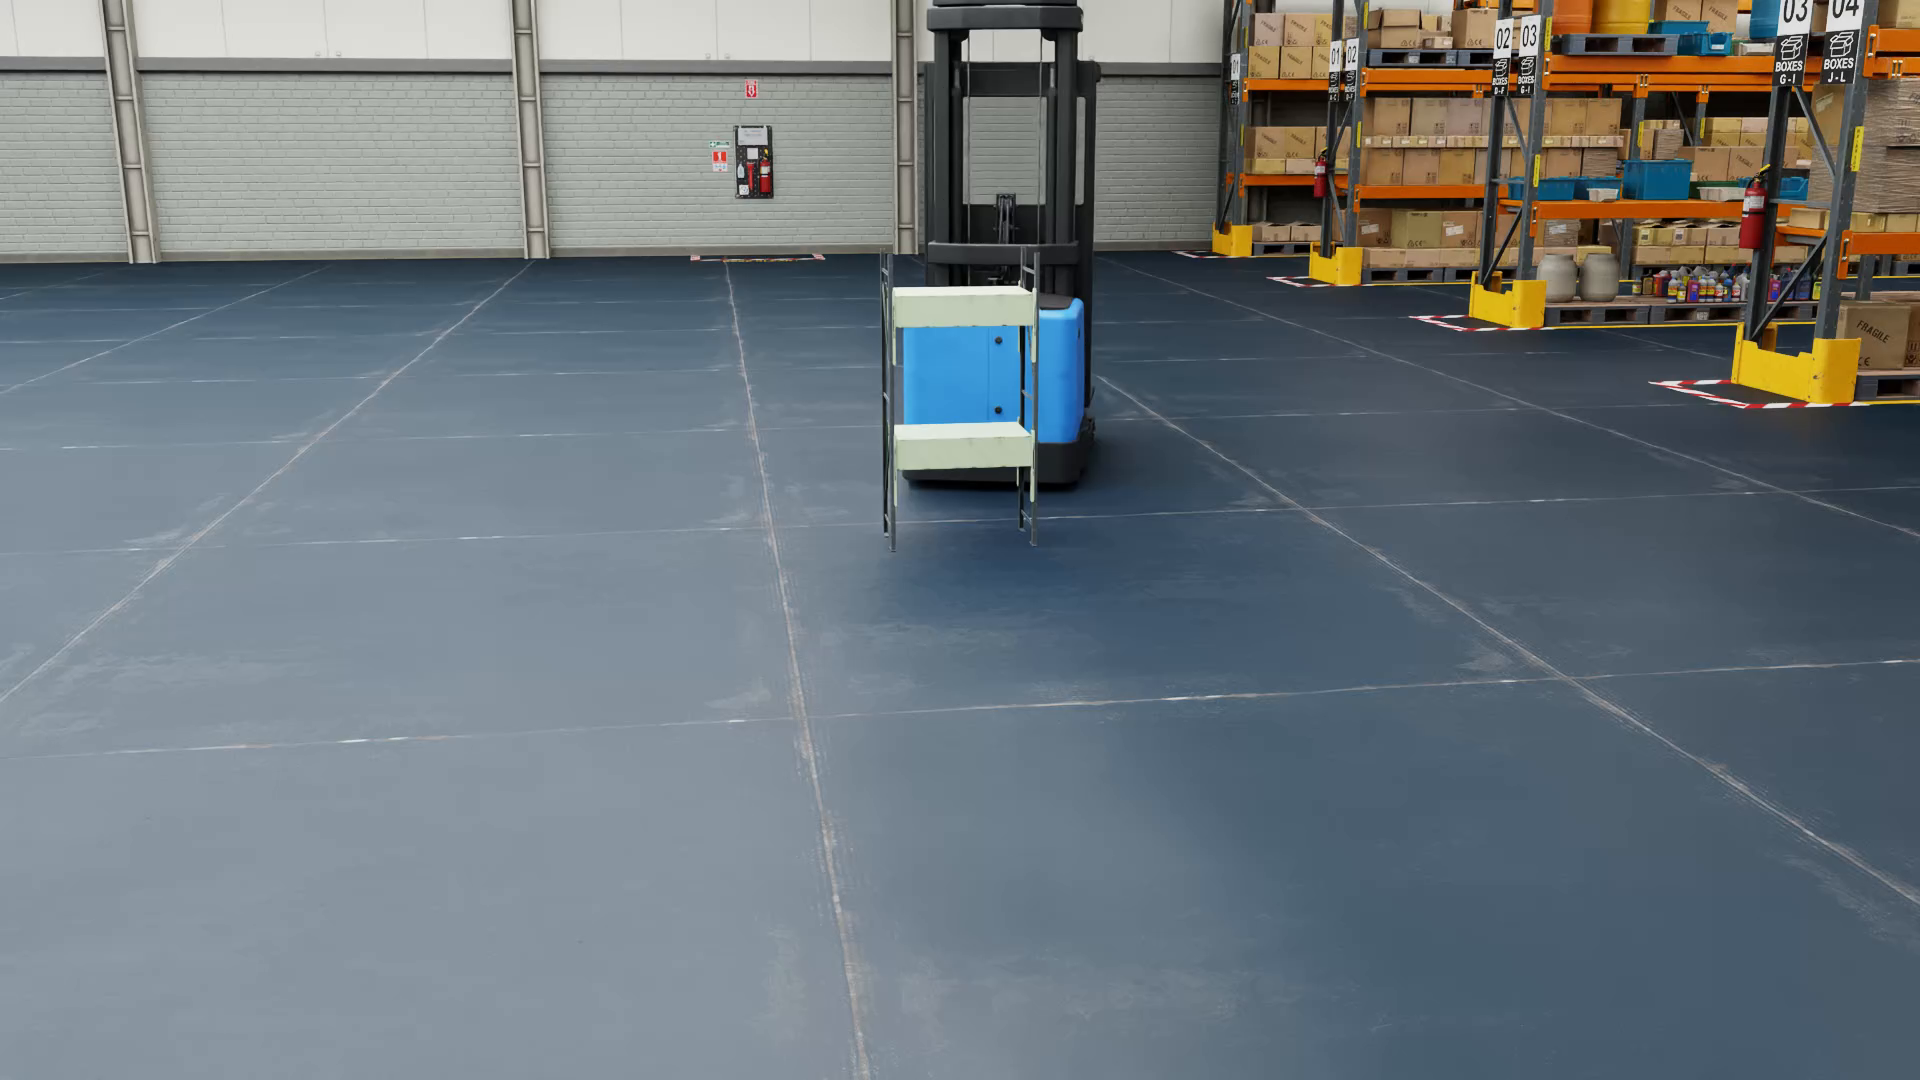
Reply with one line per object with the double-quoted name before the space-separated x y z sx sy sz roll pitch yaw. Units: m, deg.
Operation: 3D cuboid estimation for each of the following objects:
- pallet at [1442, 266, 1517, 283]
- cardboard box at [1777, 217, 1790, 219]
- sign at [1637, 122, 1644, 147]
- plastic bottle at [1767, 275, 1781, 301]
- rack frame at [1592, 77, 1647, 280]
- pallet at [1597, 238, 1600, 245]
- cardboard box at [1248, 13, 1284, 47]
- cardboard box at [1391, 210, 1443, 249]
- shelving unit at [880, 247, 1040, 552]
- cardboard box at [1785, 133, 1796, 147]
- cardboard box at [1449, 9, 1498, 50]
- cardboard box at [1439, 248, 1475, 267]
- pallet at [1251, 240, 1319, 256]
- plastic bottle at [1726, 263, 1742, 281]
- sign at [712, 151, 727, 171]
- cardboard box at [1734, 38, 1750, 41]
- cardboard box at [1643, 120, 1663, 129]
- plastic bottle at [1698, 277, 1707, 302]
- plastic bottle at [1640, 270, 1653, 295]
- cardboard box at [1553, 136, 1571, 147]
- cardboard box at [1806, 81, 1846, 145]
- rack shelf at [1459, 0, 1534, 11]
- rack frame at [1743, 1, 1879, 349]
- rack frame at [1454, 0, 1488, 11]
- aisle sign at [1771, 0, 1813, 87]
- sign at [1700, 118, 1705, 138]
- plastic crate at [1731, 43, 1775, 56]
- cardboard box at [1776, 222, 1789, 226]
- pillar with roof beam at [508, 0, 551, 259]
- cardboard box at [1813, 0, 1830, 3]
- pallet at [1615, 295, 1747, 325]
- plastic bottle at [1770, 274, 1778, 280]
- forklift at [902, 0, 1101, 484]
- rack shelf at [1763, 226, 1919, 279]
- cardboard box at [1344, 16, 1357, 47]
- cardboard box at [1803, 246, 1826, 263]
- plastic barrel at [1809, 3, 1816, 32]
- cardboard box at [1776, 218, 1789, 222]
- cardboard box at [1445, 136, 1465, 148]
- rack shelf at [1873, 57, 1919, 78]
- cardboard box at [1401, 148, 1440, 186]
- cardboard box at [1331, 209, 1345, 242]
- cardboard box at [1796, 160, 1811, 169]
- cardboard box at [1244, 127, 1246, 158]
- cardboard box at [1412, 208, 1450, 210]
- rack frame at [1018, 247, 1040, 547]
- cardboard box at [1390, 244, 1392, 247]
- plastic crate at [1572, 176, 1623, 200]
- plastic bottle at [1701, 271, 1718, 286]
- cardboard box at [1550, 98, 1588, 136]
"pallet" 7.155 -3.768 23.314 1.213 0.211 1.003 -2 14 -8
"cardboard box" 13.984 -5.707 28.869 0.750 0.750 0.750 -2 14 -9
"sign" 9.241 -5.510 22.582 0.005 0.325 0.100 -2 14 -8
"plastic bottle" 8.953 -2.773 18.294 0.133 0.283 0.061 -1 14 -5
"rack frame" 9.157 -5.185 23.229 0.127 3.000 1.000 -2 14 -8
"pallet" 10.394 -5.097 28.612 1.213 0.211 1.003 -2 14 -8
"cardboard box" 4.877 -8.185 26.723 0.500 0.500 0.500 -3 14 -12
"cardboard box" 6.259 -4.258 22.781 0.500 0.500 0.500 -2 14 -8
"shelving unit" -0.007 -0.727 8.538 0.755 1.500 0.431 -2 14 -8
"cardboard box" 13.899 -6.714 28.469 0.500 0.500 0.500 -2 14 -9
"cardboard box" 6.884 -6.809 22.184 0.500 0.500 0.500 -2 14 -8
"cardboard box" 6.753 -3.913 22.946 0.500 0.250 0.500 -2 14 -8
"pallet" 5.344 -4.902 27.835 1.213 0.211 1.003 -2 14 -8
"plastic bottle" 8.844 -2.985 19.000 0.185 0.351 0.144 -3 14 -11
"sign" -3.921 -6.189 27.160 0.234 0.329 0.001 -2 14 -8
"cardboard box" 11.057 -6.825 23.049 0.500 0.250 0.500 -3 14 -13
"cardboard box" 11.718 -7.063 28.274 0.250 0.149 0.380 -5 15 -18
"plastic bottle" 8.114 -2.741 18.191 0.097 0.271 0.097 0 14 0
"plastic bottle" 7.799 -2.925 18.897 0.133 0.283 0.061 -2 14 -7
"cardboard box" 8.157 -5.458 22.780 0.250 0.149 0.380 -2 14 -8
"cardboard box" 7.181 -3.414 13.295 0.500 0.500 0.500 -2 14 -8
"rack shelf" 10.393 -8.816 27.675 4.000 0.370 1.077 -2 14 -8
"rack frame" 6.674 -2.657 13.149 0.127 3.000 1.000 -2 14 -8
"rack frame" 8.415 -9.286 27.250 0.127 3.000 1.000 -2 14 -8
"aisle sign" 6.568 -3.988 13.112 0.004 0.787 0.394 -2 14 -8
"sign" 12.461 -6.914 27.907 0.005 0.325 0.100 -2 14 -8
"plastic crate" 8.364 -5.165 17.525 0.396 0.136 0.243 -2 14 -8
"cardboard box" 11.618 -4.355 23.559 0.500 0.311 0.500 -2 14 -9
"pillar with roof beam" -6.202 -7.904 21.740 0.400 9.000 9.100 -2 14 -8
"cardboard box" 6.902 -4.317 13.093 0.250 0.149 0.380 -2 14 -8
"pallet" 8.012 -2.581 18.580 1.213 0.211 1.003 -2 14 -8
"plastic bottle" 9.061 -2.820 18.497 0.135 0.276 0.152 -2 14 -8
"forklift" 0.344 -2.062 10.919 1.130 2.935 3.031 2 14 7
"rack shelf" 8.651 -2.380 13.525 4.000 0.370 1.077 -2 14 -8
"cardboard box" 6.374 -8.359 27.419 0.500 0.500 0.500 -2 14 -8
"cardboard box" 12.119 -4.102 23.703 0.500 0.250 0.500 -2 14 -9
"plastic barrel" 9.436 -5.738 18.174 0.421 0.512 0.421 0 14 0
"cardboard box" 12.032 -4.502 24.144 0.500 0.311 0.500 -2 14 -10
"cardboard box" 6.642 -5.403 22.561 0.250 0.149 0.380 -3 14 -10
"rack shelf" 11.869 -5.172 18.489 4.000 0.370 1.077 -2 14 -8
"cardboard box" 6.184 -5.122 22.775 0.500 0.500 0.700 -2 14 -7
"cardboard box" 6.454 -5.271 27.806 0.500 0.500 0.700 -3 14 -12
"cardboard box" 12.199 -5.301 23.874 0.500 0.311 0.500 -2 14 -9
"cardboard box" 4.894 -6.600 27.598 0.500 0.500 0.500 -2 14 -9
"cardboard box" 6.674 -4.404 23.365 0.500 0.500 0.500 -2 14 -8
"rack frame" 0.355 -0.740 8.591 0.023 1.500 0.400 -2 14 -8
"cardboard box" 6.180 -4.021 23.379 0.500 0.250 0.500 -2 14 -8
"plastic crate" 7.029 -3.888 18.365 0.408 0.251 0.499 -2 14 -8
"plastic bottle" 8.471 -2.899 18.810 0.135 0.276 0.152 -2 14 -8
"cardboard box" 8.220 -5.826 22.915 0.500 0.500 0.700 -2 14 -8
